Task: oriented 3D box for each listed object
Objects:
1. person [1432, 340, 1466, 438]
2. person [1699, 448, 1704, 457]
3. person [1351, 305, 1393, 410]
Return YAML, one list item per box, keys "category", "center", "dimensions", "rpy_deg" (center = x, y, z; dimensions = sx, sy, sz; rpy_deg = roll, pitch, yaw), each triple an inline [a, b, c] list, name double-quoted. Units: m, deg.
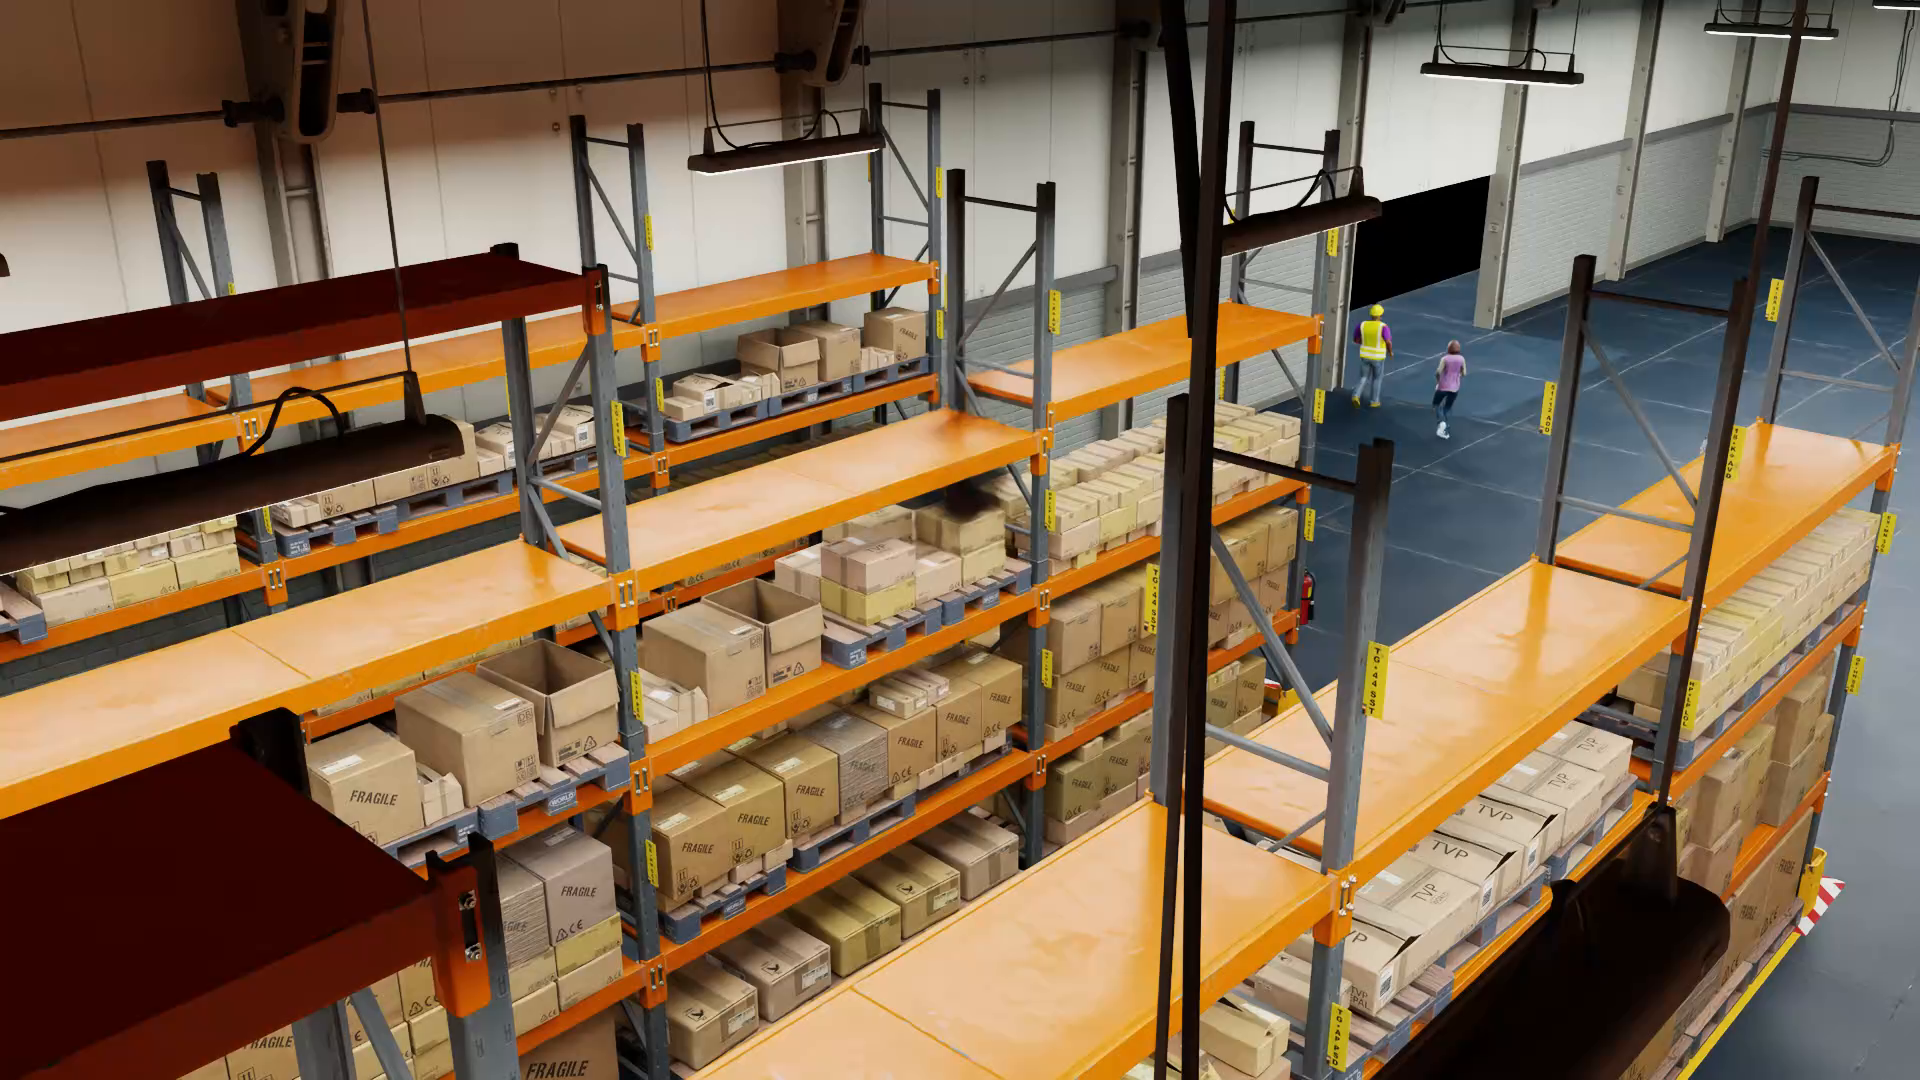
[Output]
- category: "person"
  center: [7.602, -2.380, 25.985]
  dimensions: [0.526, 1.556, 0.536]
  rpy_deg: [-1, 21, -3]
- category: "person"
  center: [9.103, -0.354, 20.590]
  dimensions: [0.637, 1.770, 0.736]
  rpy_deg: [0, 21, 0]
- category: "person"
  center: [6.751, -2.986, 27.249]
  dimensions: [0.717, 1.760, 0.877]
  rpy_deg: [14, 25, 32]
